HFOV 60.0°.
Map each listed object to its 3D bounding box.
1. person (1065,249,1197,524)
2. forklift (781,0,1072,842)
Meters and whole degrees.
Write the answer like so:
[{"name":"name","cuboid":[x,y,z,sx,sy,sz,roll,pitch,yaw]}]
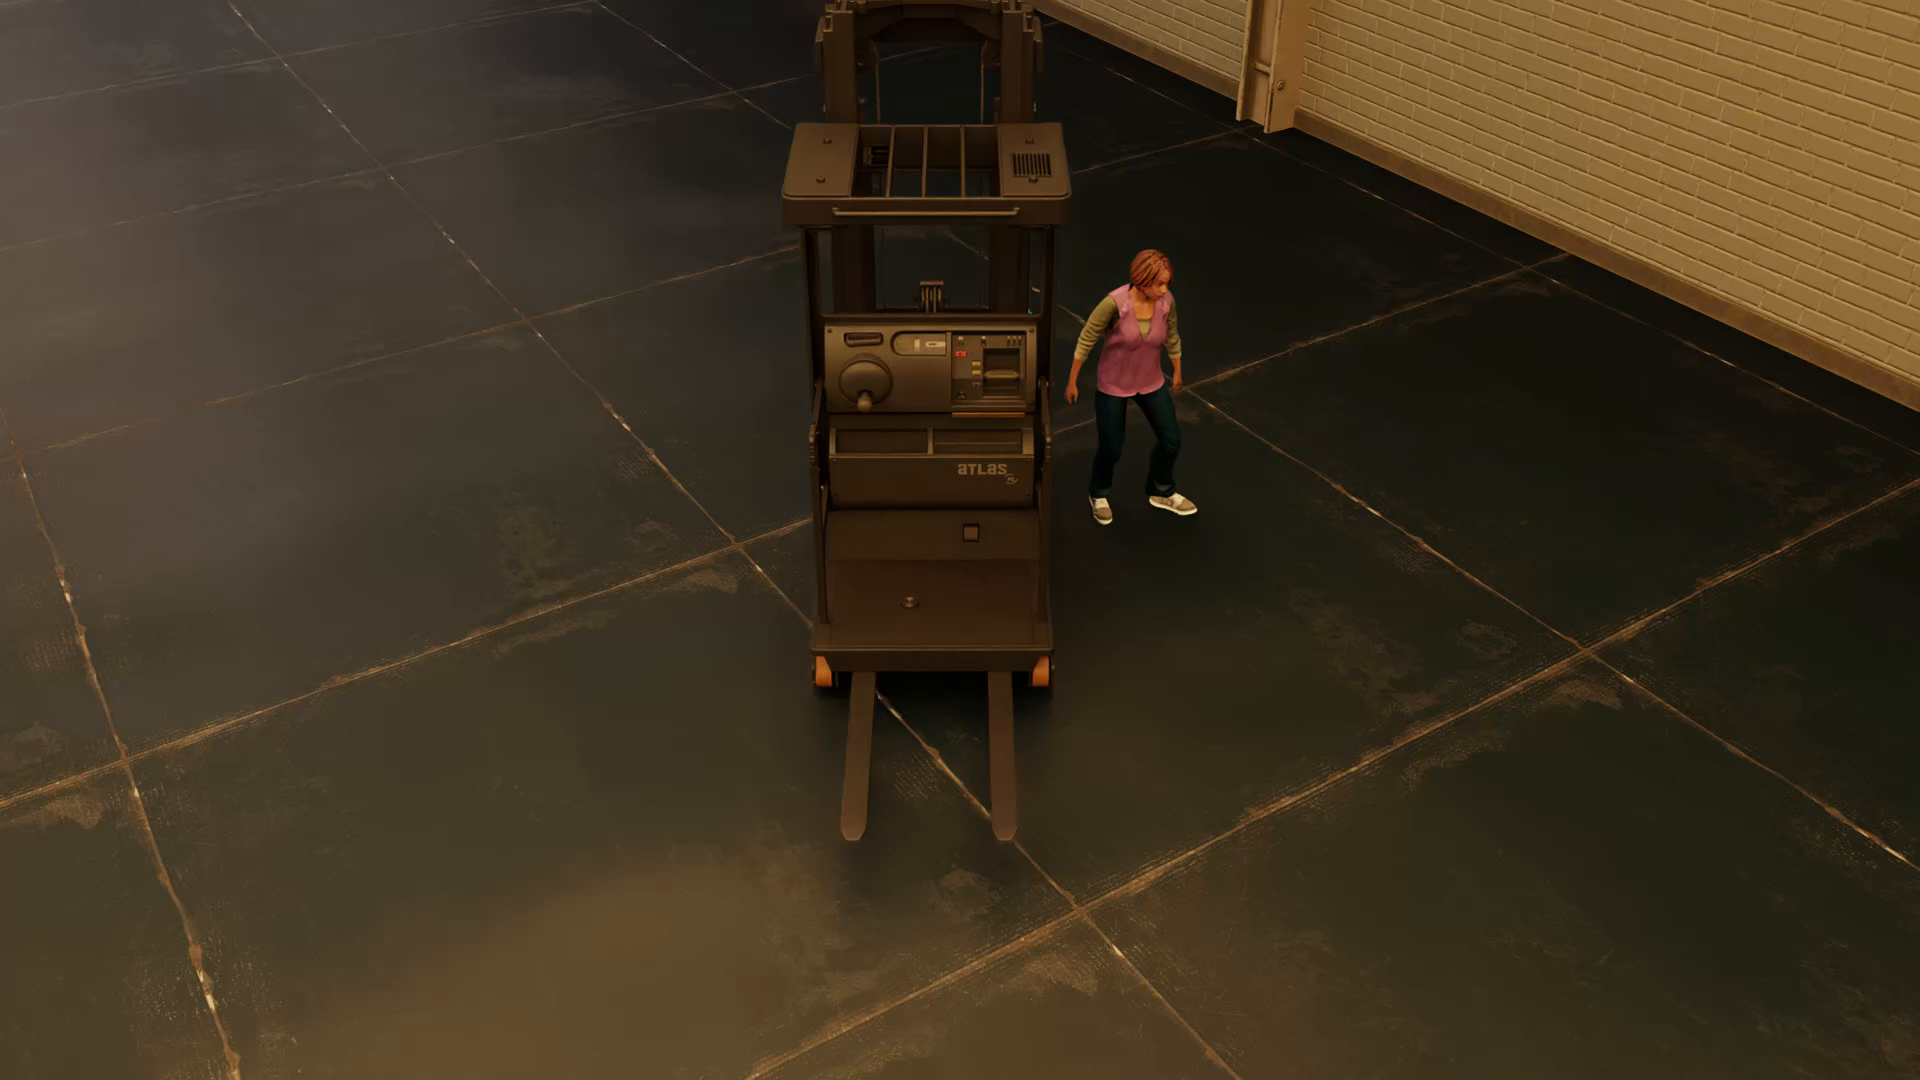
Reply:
[{"name":"person","cuboid":[0.890,-0.784,8.466,0.713,1.567,0.389,-9,36,-13]},{"name":"forklift","cuboid":[-0.126,-0.693,7.134,1.130,2.935,3.031,0,35,0]}]
